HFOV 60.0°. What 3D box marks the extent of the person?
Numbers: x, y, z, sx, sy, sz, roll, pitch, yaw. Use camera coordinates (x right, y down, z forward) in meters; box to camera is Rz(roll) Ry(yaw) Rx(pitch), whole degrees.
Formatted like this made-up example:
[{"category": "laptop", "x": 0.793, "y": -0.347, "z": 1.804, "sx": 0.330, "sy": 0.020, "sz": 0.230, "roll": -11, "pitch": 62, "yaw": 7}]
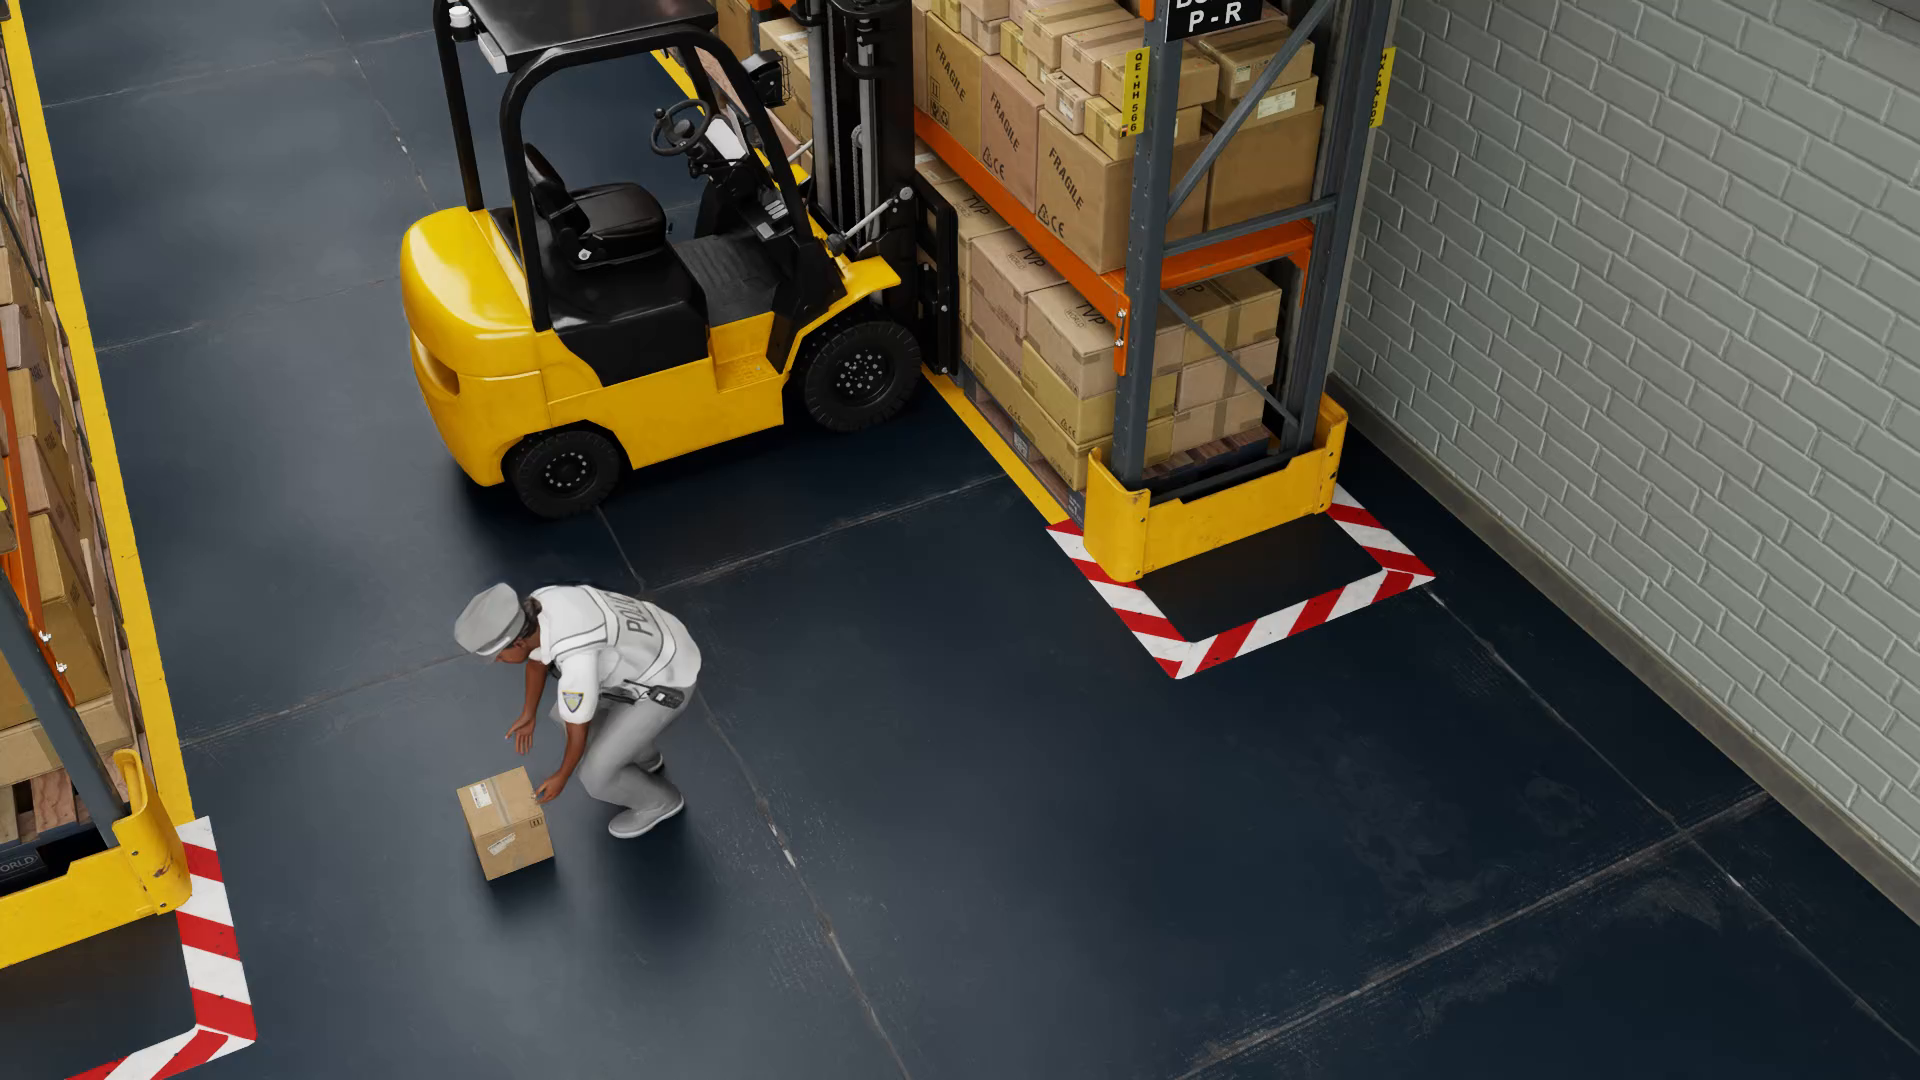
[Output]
[{"category": "person", "x": -1.289, "y": 0.569, "z": 5.858, "sx": 0.792, "sy": 1.218, "sz": 0.501, "roll": -19, "pitch": 45, "yaw": -20}]
